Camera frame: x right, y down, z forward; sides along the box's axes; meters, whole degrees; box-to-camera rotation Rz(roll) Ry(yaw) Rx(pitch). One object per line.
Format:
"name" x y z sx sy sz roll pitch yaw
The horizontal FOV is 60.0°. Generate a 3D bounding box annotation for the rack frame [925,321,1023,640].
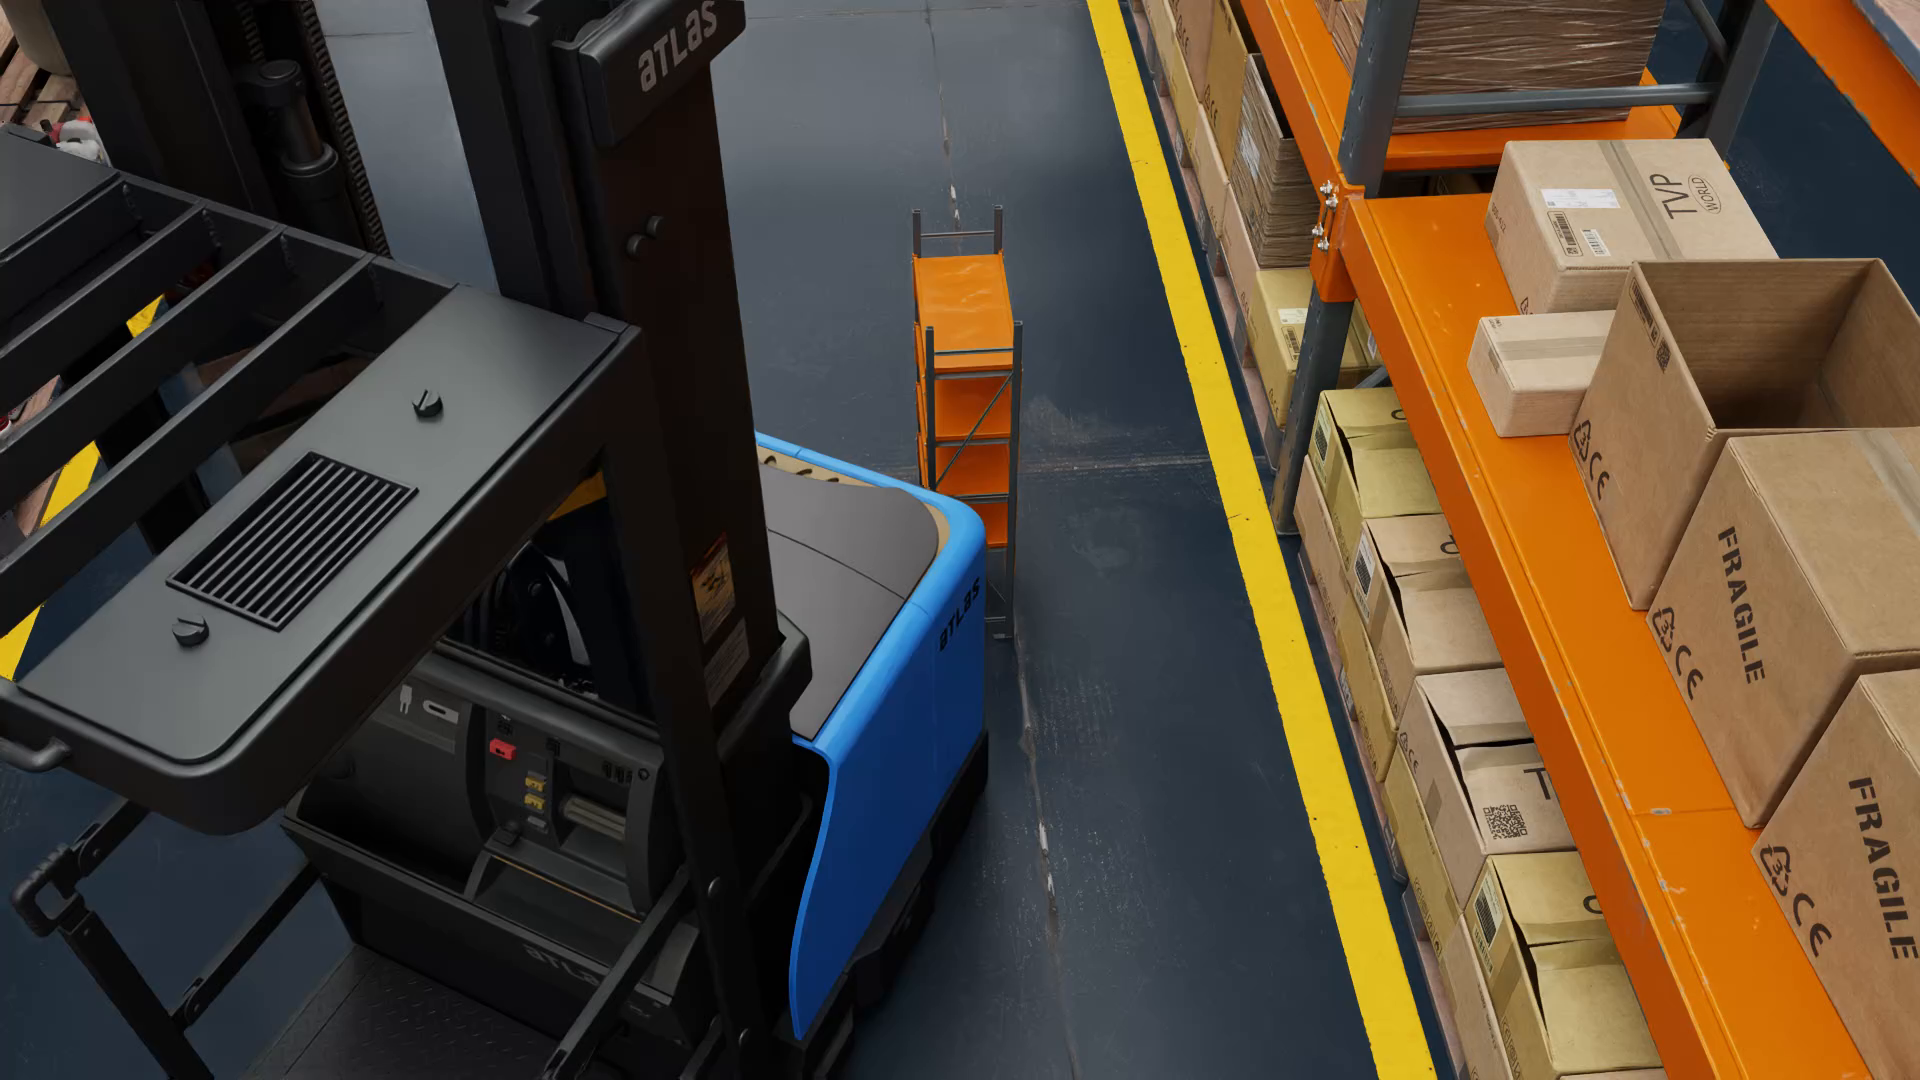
"rack frame" 0.034 -0.116 4.534 0.240 1.200 0.015 -3 47 -3

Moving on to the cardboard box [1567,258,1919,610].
"cardboard box" 1.587 -0.211 3.315 0.500 0.500 0.500 0 47 0

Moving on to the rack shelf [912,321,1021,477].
"rack shelf" 0.014 -0.400 4.587 0.258 0.148 0.480 -3 47 -3

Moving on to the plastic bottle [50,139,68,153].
"plastic bottle" -3.162 -1.244 5.884 0.144 0.351 0.185 -2 47 -2

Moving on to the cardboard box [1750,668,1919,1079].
"cardboard box" 1.673 0.532 2.611 0.500 0.500 0.500 -6 47 -5

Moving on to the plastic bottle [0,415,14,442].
"plastic bottle" -3.048 -0.409 5.196 0.097 0.201 0.097 0 47 0

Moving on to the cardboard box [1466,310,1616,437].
"cardboard box" 1.366 -0.374 3.712 0.380 0.149 0.250 -3 47 -3

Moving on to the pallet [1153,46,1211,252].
"pallet" 1.365 -1.618 6.637 1.003 0.211 1.213 -3 47 -3

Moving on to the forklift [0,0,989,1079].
"forklift" -1.016 0.473 2.783 1.130 2.935 3.031 19 49 17

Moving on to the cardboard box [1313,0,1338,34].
"cardboard box" 1.401 -1.850 4.868 0.700 0.500 0.500 -4 47 -4

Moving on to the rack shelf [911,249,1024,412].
"rack shelf" 0.014 -0.563 4.416 0.258 0.148 0.480 -3 47 -3

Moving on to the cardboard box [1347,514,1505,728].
"cardboard box" 1.318 0.171 4.241 0.500 0.311 0.500 -4 47 -4

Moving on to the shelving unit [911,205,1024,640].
"shelving unit" 0.014 -0.293 4.701 0.258 1.200 0.503 -3 47 -3

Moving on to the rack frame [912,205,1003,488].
"rack frame" -0.007 -0.469 4.868 0.240 1.200 0.015 -3 47 -3

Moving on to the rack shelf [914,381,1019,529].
"rack shelf" 0.014 -0.247 4.750 0.258 0.148 0.480 -3 47 -3

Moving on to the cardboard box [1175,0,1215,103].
"cardboard box" 1.106 -1.978 6.146 0.500 0.500 0.500 -3 47 -3

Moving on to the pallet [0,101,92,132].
"pallet" -3.561 -1.230 6.270 1.003 0.211 1.213 -3 47 -3

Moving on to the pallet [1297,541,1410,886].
"pallet" 1.596 0.375 4.749 1.003 0.211 1.213 -3 47 -3

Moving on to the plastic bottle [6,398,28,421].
"plastic bottle" -3.085 -0.520 5.249 0.152 0.276 0.135 -2 47 -2

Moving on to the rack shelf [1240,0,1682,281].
"rack shelf" 1.328 -2.314 5.871 1.077 0.370 4.000 -3 47 -3

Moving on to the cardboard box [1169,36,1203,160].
"cardboard box" 1.107 -1.720 6.418 0.500 0.250 0.500 -3 47 -3

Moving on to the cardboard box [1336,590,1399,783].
"cardboard box" 1.323 0.364 4.444 0.500 0.250 0.500 -2 47 -2

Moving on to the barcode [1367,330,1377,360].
"barcode" 1.102 -0.526 4.440 0.001 0.075 0.075 -3 47 -3

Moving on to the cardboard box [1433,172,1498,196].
"cardboard box" 1.768 -0.926 5.149 0.500 0.500 0.500 -3 47 -3

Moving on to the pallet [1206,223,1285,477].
"pallet" 1.470 -0.733 5.799 1.003 0.211 1.213 -3 47 -3

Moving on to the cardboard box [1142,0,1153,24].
"cardboard box" 1.029 -2.444 7.103 0.500 0.250 0.500 -3 47 -3

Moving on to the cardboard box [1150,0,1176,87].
"cardboard box" 1.070 -2.082 6.761 0.500 0.250 0.500 -3 47 -3

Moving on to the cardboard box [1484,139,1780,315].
"cardboard box" 1.580 -0.709 3.959 0.500 0.250 0.500 -1 47 -1

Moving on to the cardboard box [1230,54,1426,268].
"cardboard box" 1.208 -1.256 5.461 0.500 0.500 0.500 -3 47 -3

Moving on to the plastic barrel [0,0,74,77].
"plastic barrel" -3.603 -2.165 6.658 0.421 0.512 0.421 0 47 0

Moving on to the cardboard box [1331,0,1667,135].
"cardboard box" 1.452 -1.469 4.507 0.700 0.500 0.500 -5 47 -4

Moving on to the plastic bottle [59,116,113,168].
"plastic bottle" -3.192 -1.438 6.119 0.152 0.276 0.135 -3 47 -3

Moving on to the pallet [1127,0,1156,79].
"pallet" 1.266 -2.499 7.471 1.003 0.211 1.213 -3 47 -3

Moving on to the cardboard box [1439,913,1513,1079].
"cardboard box" 1.411 1.106 3.741 0.500 0.250 0.500 -3 47 -3

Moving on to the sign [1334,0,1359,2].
"sign" 0.942 -1.404 3.863 0.100 0.325 0.005 -3 47 -3

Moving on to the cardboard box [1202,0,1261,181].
"cardboard box" 1.163 -1.617 5.804 0.500 0.500 0.500 -3 47 -3

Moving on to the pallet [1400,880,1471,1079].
"pallet" 1.701 1.260 3.911 1.003 0.211 1.213 -3 47 -3

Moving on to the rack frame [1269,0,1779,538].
"rack frame" 1.495 -1.114 4.239 1.000 3.000 0.127 -3 47 -3

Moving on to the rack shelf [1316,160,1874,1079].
"rack shelf" 1.663 0.580 3.130 1.077 0.370 4.000 -3 47 -3

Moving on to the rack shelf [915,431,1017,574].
"rack shelf" 0.014 -0.110 4.894 0.258 0.148 0.480 -3 47 -3

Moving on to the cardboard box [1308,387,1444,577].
"cardboard box" 1.281 -0.192 4.584 0.500 0.311 0.500 -3 47 -3

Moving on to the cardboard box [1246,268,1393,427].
"cardboard box" 1.239 -0.635 5.390 0.500 0.250 0.500 -3 47 -3

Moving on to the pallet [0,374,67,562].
"pallet" -3.456 -0.345 5.432 1.003 0.211 1.213 -3 47 -3

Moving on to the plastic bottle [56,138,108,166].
"plastic bottle" -3.180 -1.338 6.024 0.152 0.276 0.135 -5 47 -4

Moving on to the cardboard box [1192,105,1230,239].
"cardboard box" 1.150 -1.359 6.075 0.500 0.250 0.500 -3 47 -3

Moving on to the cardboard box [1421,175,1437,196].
"cardboard box" 1.719 -1.287 5.491 0.500 0.500 0.500 -3 47 -3

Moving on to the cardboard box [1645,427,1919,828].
"cardboard box" 1.629 0.152 2.972 0.500 0.500 0.500 -3 47 -3

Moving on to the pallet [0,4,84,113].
"pallet" -3.660 -2.111 7.104 1.003 0.211 1.213 -3 47 -3

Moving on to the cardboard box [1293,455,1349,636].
"cardboard box" 1.282 -0.006 4.795 0.500 0.250 0.500 -5 47 -4

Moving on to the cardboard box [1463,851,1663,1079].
"cardboard box" 1.411 0.920 3.531 0.500 0.311 0.500 -2 47 -2

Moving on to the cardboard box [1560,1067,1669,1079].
"cardboard box" 1.451 1.283 3.187 0.500 0.311 0.500 -4 47 -4

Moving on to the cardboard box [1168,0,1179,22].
"cardboard box" 1.082 -2.341 6.489 0.500 0.500 0.500 -3 47 -3

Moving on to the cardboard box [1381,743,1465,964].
"cardboard box" 1.370 0.738 4.089 0.500 0.250 0.500 -5 47 -5

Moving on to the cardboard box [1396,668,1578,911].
"cardboard box" 1.363 0.545 3.886 0.500 0.311 0.500 -5 47 -5

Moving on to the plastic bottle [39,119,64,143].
"plastic bottle" -3.298 -1.434 6.110 0.061 0.283 0.133 -3 47 -3

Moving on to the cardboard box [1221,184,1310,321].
"cardboard box" 1.206 -0.998 5.734 0.500 0.250 0.500 -3 47 -3
